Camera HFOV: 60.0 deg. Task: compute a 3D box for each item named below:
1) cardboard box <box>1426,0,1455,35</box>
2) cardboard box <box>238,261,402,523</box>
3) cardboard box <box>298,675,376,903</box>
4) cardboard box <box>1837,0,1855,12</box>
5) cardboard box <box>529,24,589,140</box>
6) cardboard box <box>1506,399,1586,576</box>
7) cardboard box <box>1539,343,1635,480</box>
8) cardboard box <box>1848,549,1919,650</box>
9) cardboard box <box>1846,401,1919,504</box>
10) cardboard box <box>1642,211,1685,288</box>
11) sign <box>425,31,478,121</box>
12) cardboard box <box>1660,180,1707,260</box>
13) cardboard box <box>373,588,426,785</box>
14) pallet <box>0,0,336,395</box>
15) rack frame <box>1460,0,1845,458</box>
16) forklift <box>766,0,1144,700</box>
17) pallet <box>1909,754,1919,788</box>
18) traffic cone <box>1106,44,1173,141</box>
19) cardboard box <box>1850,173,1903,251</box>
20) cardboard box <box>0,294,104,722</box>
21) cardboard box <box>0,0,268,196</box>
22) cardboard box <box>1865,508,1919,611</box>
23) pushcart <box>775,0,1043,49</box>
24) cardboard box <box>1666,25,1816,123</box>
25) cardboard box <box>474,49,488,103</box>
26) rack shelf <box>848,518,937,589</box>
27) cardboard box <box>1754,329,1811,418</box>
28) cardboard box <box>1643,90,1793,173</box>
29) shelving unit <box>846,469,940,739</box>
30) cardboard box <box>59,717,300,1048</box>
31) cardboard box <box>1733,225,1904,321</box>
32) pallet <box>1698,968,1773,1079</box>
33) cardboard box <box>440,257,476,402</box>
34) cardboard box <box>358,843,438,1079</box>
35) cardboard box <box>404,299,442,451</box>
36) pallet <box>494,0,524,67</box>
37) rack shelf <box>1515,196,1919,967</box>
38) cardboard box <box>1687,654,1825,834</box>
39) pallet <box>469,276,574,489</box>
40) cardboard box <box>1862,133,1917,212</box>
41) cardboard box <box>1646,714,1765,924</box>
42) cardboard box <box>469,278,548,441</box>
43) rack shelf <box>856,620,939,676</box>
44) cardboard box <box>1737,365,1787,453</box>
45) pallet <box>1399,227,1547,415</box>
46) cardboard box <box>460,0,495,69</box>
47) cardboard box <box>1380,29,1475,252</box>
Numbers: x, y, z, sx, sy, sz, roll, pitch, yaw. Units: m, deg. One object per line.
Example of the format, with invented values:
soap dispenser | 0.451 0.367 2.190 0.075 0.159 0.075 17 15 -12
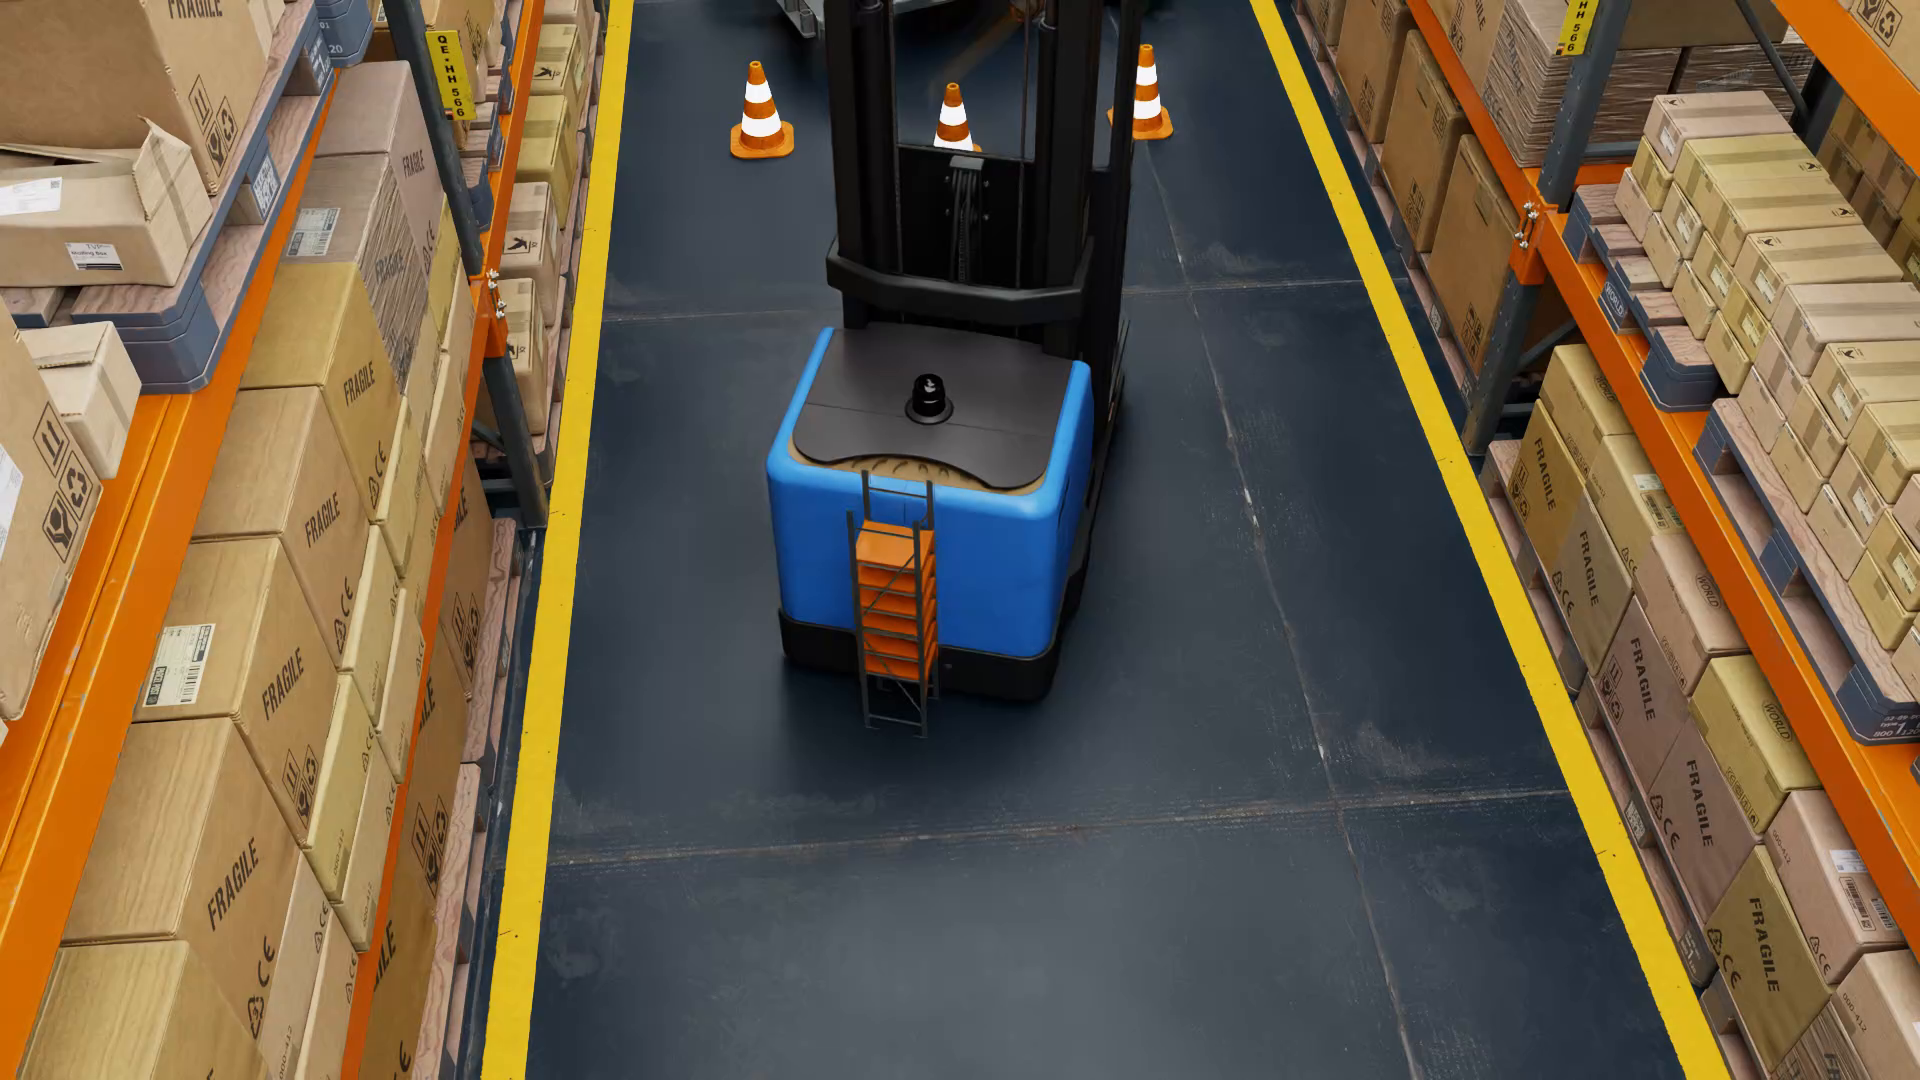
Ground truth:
cardboard box | 2.314 -2.530 7.147 0.500 0.500 0.500 -4 47 -4
cardboard box | -1.833 -0.379 4.422 0.500 0.500 0.500 -3 47 -3
cardboard box | -1.731 0.607 4.005 0.500 0.250 0.500 -3 47 -3
cardboard box | 2.533 -1.738 4.332 0.500 0.500 0.500 -3 47 -3
cardboard box | -2.448 -2.325 8.543 0.950 0.372 0.625 -1 47 -1
cardboard box | 2.506 -0.221 6.462 0.500 0.500 0.500 -5 47 -5
cardboard box | 2.518 -0.492 6.203 0.500 0.250 0.500 -5 47 -5
cardboard box | 2.693 0.155 4.557 0.380 0.149 0.250 -2 47 -2
cardboard box | 2.676 -0.248 4.529 0.380 0.149 0.250 -4 47 -4
cardboard box | 2.560 -0.991 5.643 0.380 0.149 0.250 -1 47 -1
sign | -1.670 -1.523 5.466 0.100 0.325 0.005 -3 47 -3
cardboard box | 2.566 -1.065 5.508 0.380 0.149 0.250 -1 47 -1
cardboard box | -1.766 0.414 4.532 0.500 0.250 0.500 -4 47 -4
pallet | -2.020 -0.784 3.627 1.003 0.211 1.213 -2 47 -1
rack frame | 2.701 -1.463 6.206 1.000 3.000 0.127 -3 47 -3
forklift | 0.122 -1.498 6.286 1.130 2.935 3.031 9 47 8
pallet | 3.117 0.935 4.067 1.003 0.211 1.213 -3 47 -3
traffic cone | 0.974 -2.423 8.862 0.336 0.463 0.334 -3 47 -3
cardboard box | 3.220 -1.101 5.542 0.380 0.149 0.250 -2 47 -2
cardboard box | -1.673 -0.061 2.454 0.500 0.500 0.500 -4 47 -4
cardboard box | -1.786 -1.042 3.383 0.500 0.500 0.500 -3 47 -3
cardboard box | 2.692 0.041 4.460 0.380 0.149 0.250 -3 47 -3
pushcart | -0.290 -3.256 9.710 1.648 0.377 0.936 -19 49 -17
cardboard box | 2.933 -1.839 6.493 0.500 0.500 0.500 -3 47 -3
cardboard box | -2.032 -1.801 6.410 0.380 0.149 0.250 -6 47 -6
rack shelf | -0.224 0.045 5.579 0.258 0.103 0.180 10 49 9
cardboard box | 2.633 -0.510 4.982 0.380 0.149 0.250 -3 47 -3
cardboard box | 2.547 -1.376 5.598 0.380 0.149 0.250 -3 47 -3
shelving unit | -0.222 0.255 5.815 0.258 1.200 0.189 10 49 9
cardboard box | -1.709 0.725 3.377 0.500 0.500 0.500 -4 47 -4
cardboard box | 2.610 -0.816 5.067 0.380 0.149 0.250 -5 47 -5
pallet | 2.969 1.827 5.011 1.003 0.211 1.213 -3 47 -3
cardboard box | -1.922 -0.687 5.575 0.500 0.250 0.500 -5 47 -5
cardboard box | -2.103 1.294 4.769 0.875 0.875 0.875 -2 47 -2
cardboard box | -1.883 -0.504 5.057 0.500 0.250 0.500 -5 47 -4
pallet | -2.430 -2.453 7.276 1.003 0.211 1.213 -3 47 -3
rack shelf | 2.869 0.231 5.097 1.077 0.370 4.000 -3 47 -3
cardboard box | 2.634 0.610 5.158 0.500 0.250 0.500 -5 47 -5
pallet | -2.287 -0.696 7.400 1.003 0.211 1.213 -3 47 -3
cardboard box | 3.218 -1.217 5.447 0.380 0.149 0.250 -4 47 -4
cardboard box | 2.642 0.883 5.416 0.500 0.500 0.500 -4 47 -4
cardboard box | -2.260 -0.739 7.041 0.950 0.372 0.625 -6 47 -6
rack shelf | -0.221 0.364 5.938 0.258 0.103 0.180 10 49 9
cardboard box | 2.632 -0.408 5.091 0.380 0.149 0.250 -2 47 -2
pallet | 2.710 -1.079 7.763 1.003 0.211 1.213 -3 47 -3
cardboard box | -2.081 -2.086 6.234 0.500 0.500 0.500 -1 47 -1
cardboard box | 2.663 -1.912 7.892 1.050 0.750 0.750 -3 47 -3
